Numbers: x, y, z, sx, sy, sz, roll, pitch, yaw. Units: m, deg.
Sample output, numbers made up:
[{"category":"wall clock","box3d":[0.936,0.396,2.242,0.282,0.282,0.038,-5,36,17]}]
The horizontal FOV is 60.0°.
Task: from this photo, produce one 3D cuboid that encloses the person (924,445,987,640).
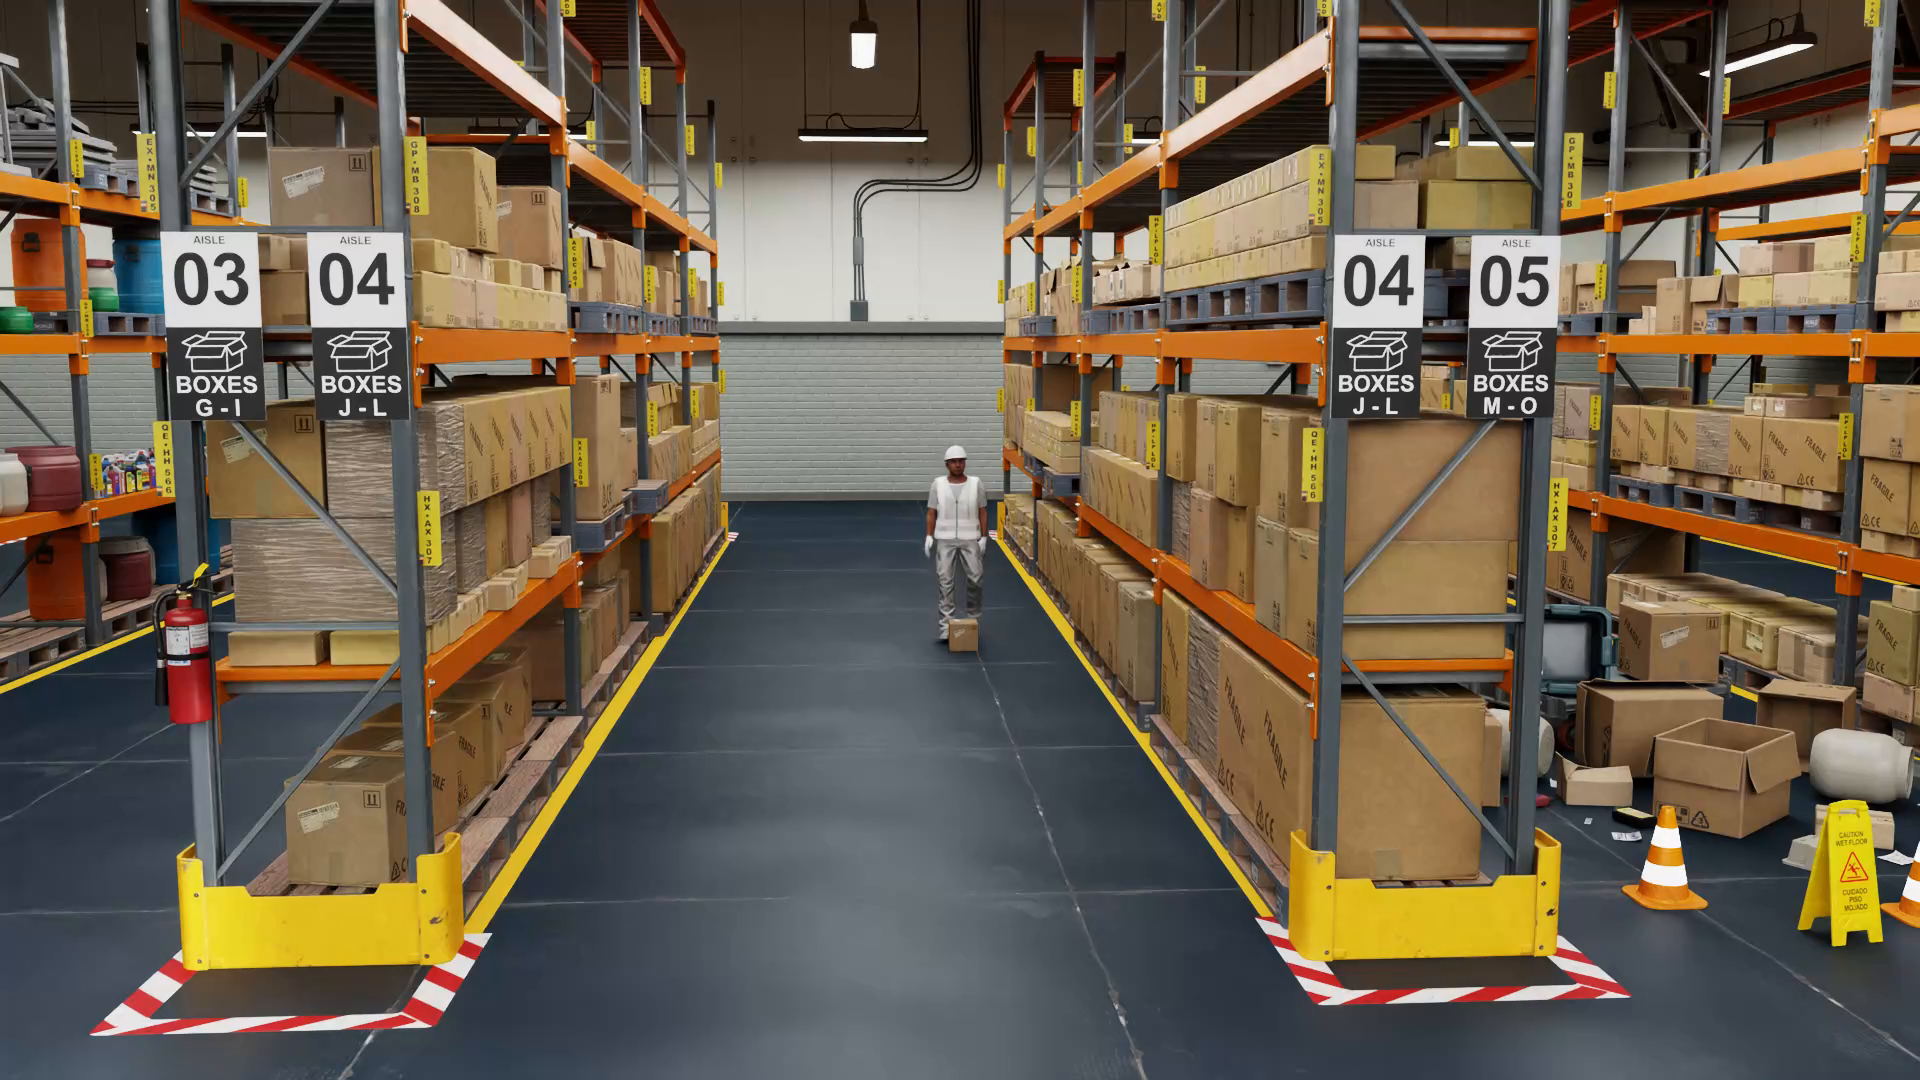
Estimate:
[{"category":"person","box3d":[-0.038,0.020,15.329,0.576,1.781,0.615,0,7,1]}]
